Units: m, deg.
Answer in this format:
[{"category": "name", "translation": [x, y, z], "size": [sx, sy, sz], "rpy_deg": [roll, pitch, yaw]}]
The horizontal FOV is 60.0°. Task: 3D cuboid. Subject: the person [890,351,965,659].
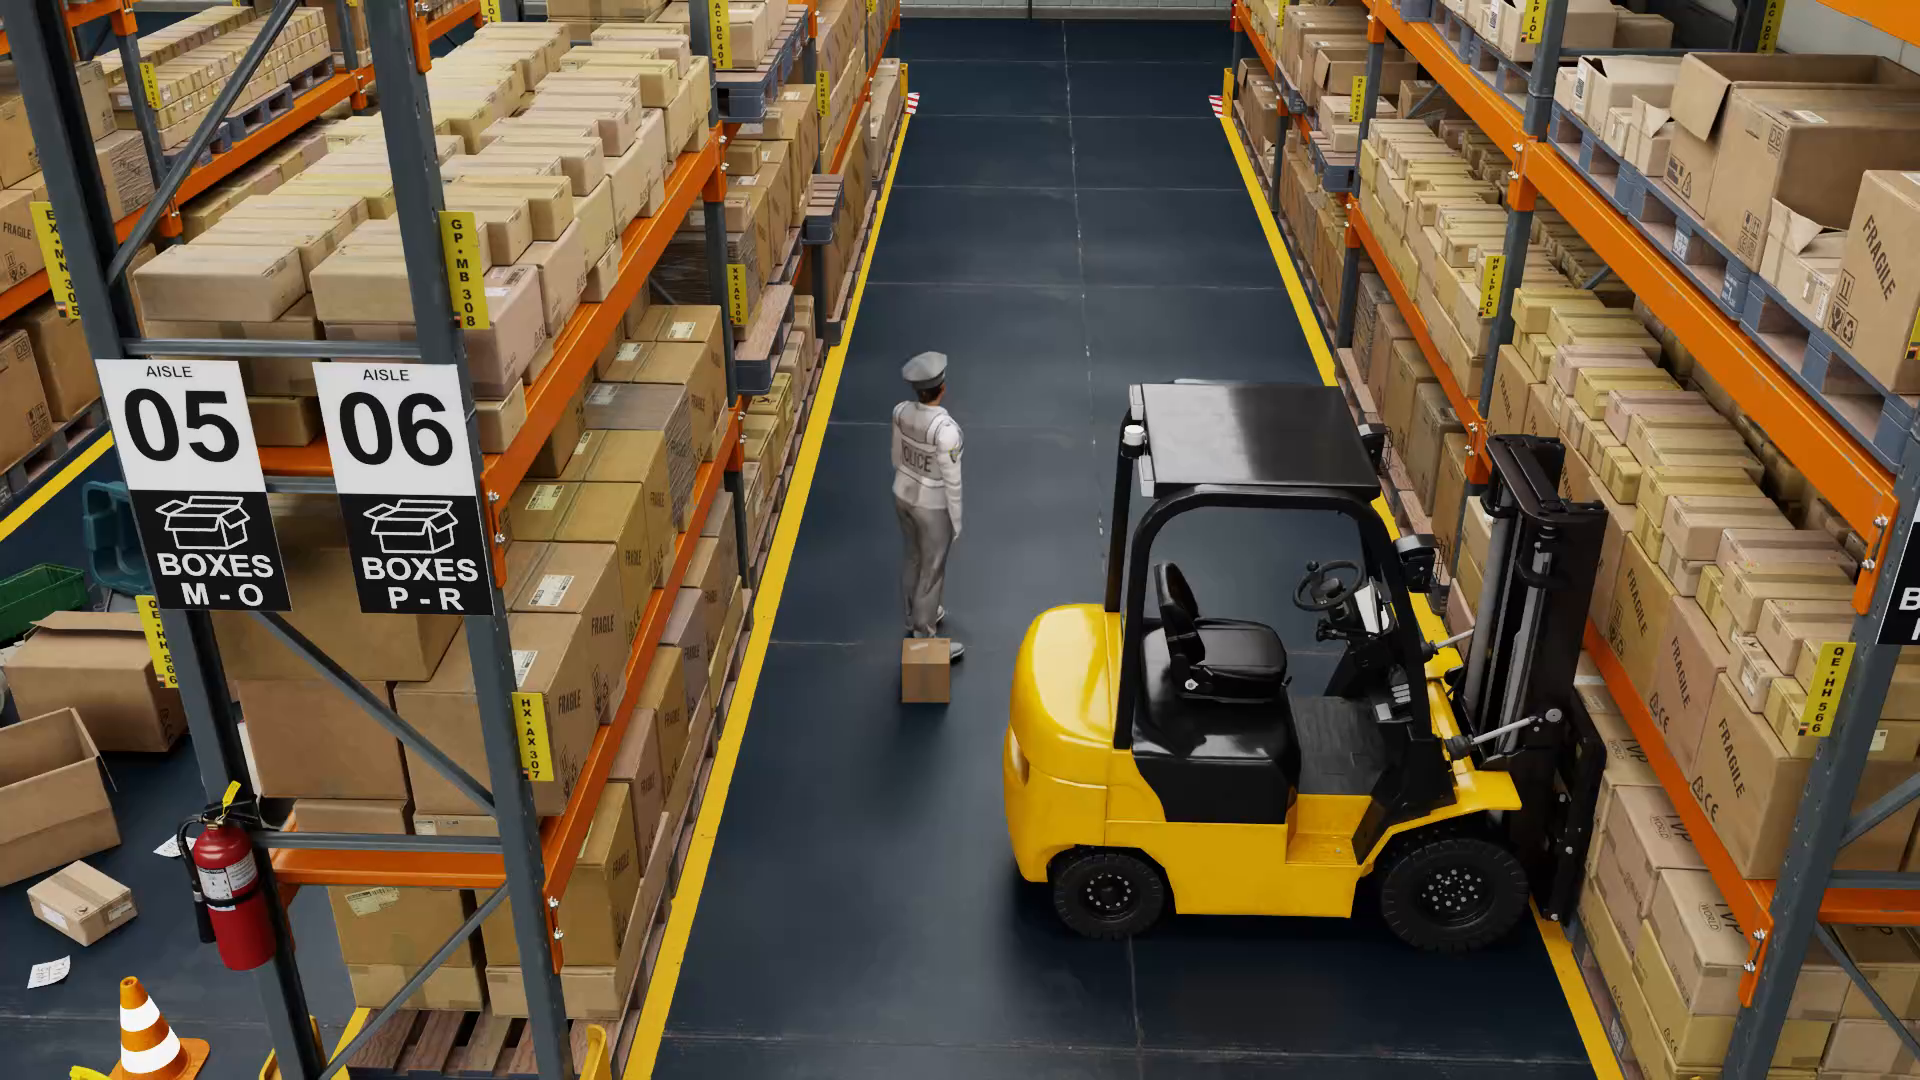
[{"category": "person", "translation": [-0.163, -0.193, 8.916], "size": [0.405, 1.679, 0.528], "rpy_deg": [-21, 34, -33]}]
